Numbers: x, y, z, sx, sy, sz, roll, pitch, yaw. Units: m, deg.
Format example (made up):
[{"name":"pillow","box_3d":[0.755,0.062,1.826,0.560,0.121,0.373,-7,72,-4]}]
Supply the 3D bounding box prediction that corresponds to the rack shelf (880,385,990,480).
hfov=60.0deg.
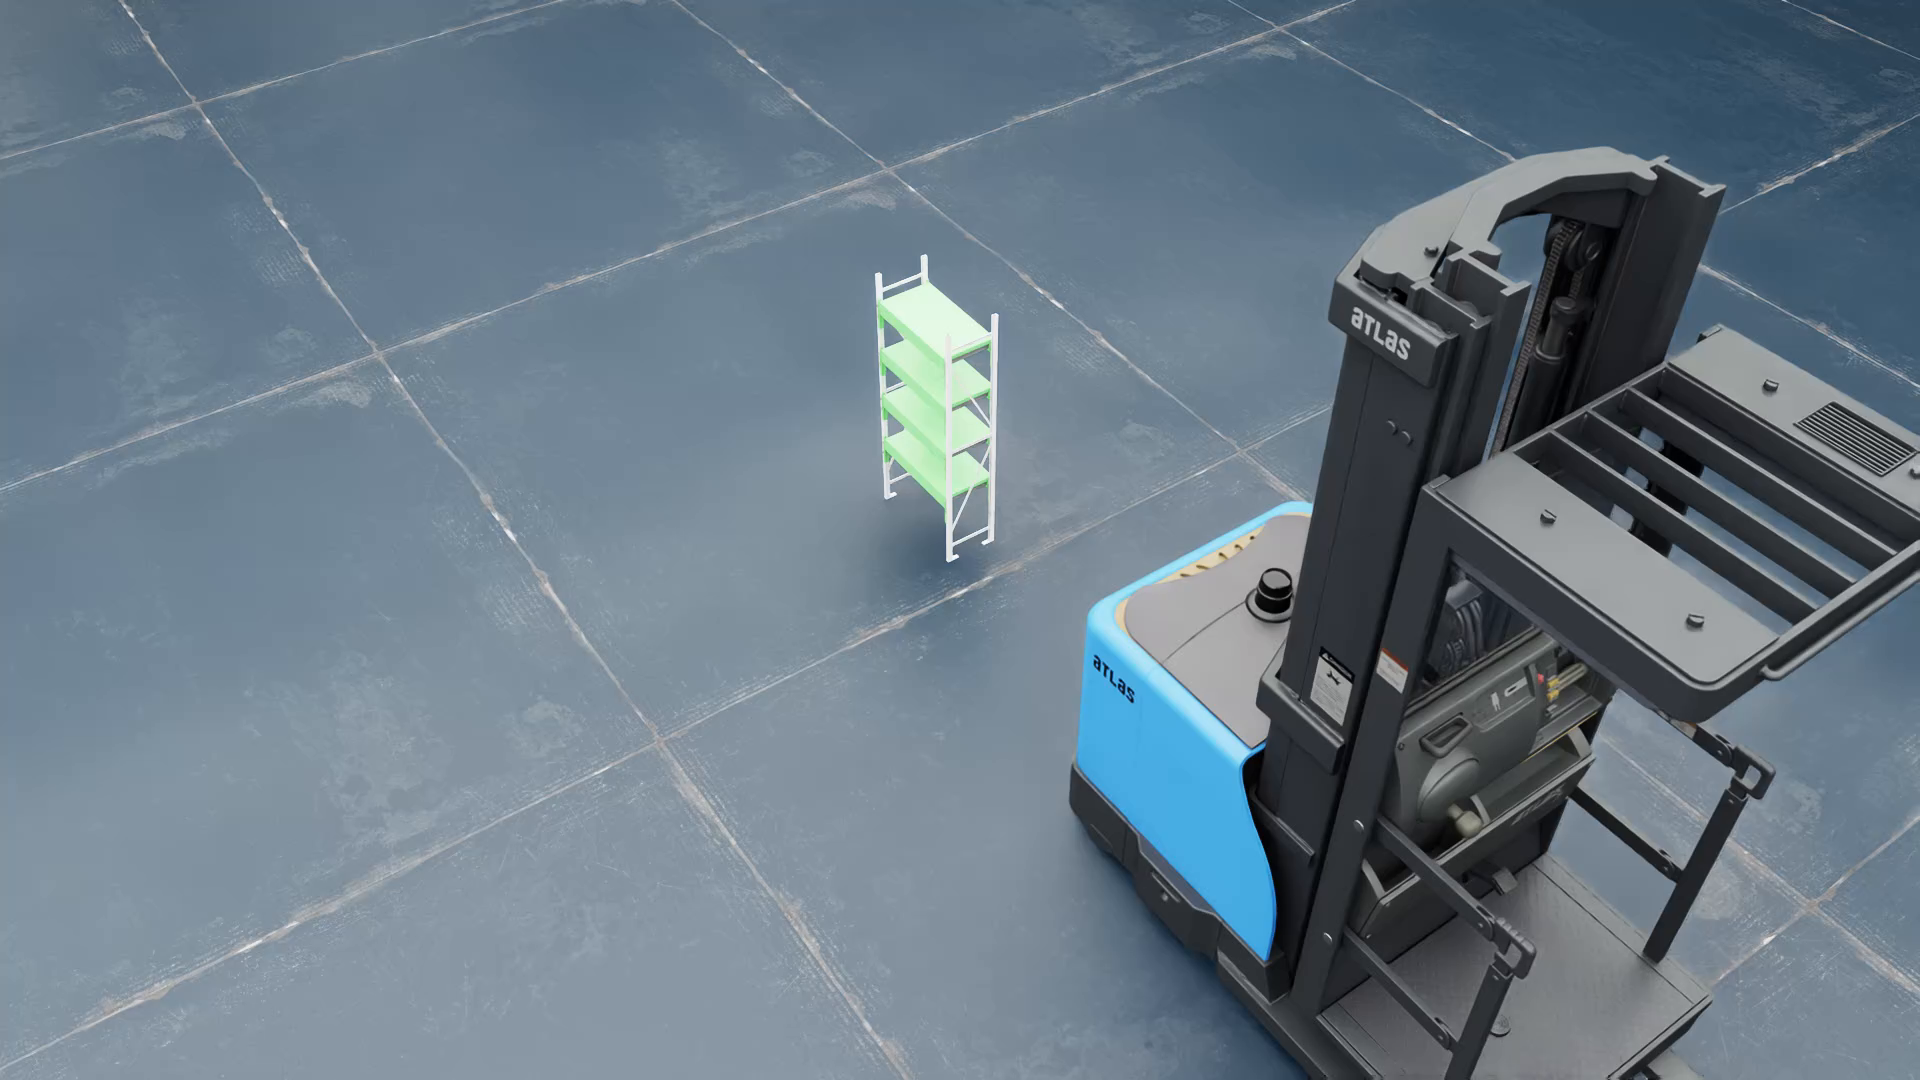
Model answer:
[{"name":"rack shelf","box_3d":[-0.095,-0.482,6.969,0.258,0.148,0.480,-26,49,-24]}]

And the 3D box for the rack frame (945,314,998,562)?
[{"name":"rack frame","box_3d":[0.045,-0.390,6.780,0.240,1.200,0.015,-26,49,-24]}]

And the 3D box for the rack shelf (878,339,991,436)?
[{"name":"rack shelf","box_3d":[-0.095,-0.655,6.803,0.258,0.148,0.480,-26,49,-24]}]

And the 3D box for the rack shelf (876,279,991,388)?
[{"name":"rack shelf","box_3d":[-0.095,-0.829,6.638,0.258,0.148,0.480,-26,49,-24]}]

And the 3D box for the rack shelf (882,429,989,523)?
[{"name":"rack shelf","box_3d":[-0.095,-0.308,7.135,0.258,0.148,0.480,-26,49,-24]}]

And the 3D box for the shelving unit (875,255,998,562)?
[{"name":"shelving unit","box_3d":[-0.095,-0.528,6.925,0.258,1.200,0.503,-26,49,-24]}]

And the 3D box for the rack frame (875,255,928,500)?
[{"name":"rack frame","box_3d":[-0.234,-0.666,7.070,0.240,1.200,0.015,-26,49,-24]}]

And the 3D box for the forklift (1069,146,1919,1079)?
[{"name":"forklift","box_3d":[1.663,0.578,4.513,1.130,2.935,3.031,-26,49,-25]}]
